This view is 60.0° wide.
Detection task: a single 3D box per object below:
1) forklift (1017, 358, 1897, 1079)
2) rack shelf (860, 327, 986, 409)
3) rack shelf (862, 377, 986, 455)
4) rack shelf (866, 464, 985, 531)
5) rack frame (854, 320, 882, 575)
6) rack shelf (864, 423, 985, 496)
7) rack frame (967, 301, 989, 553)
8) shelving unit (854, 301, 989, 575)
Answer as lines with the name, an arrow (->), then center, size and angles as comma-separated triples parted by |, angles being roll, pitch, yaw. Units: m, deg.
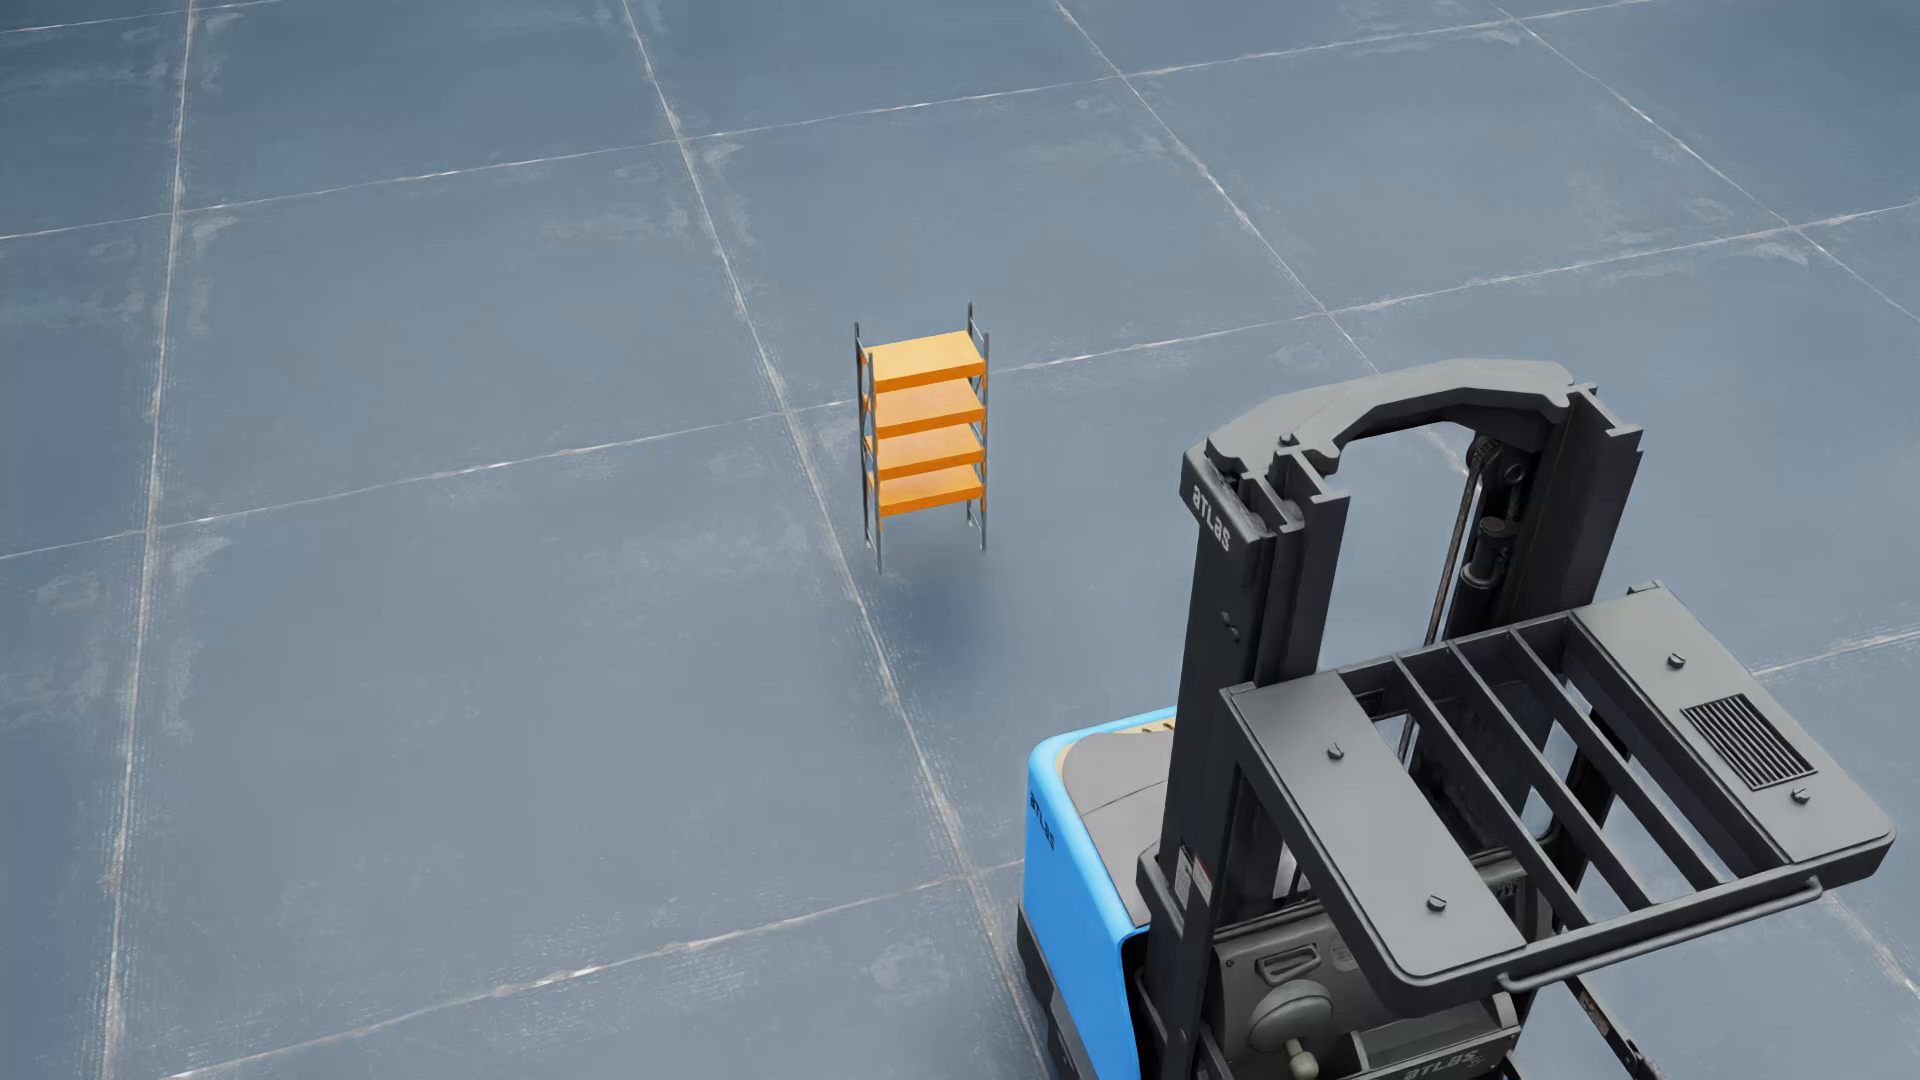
forklift -> 1.149, 1.162, 4.042 | 1.130, 2.935, 3.031 | -12, 43, -14
rack shelf -> -0.158, -0.715, 6.909 | 0.480, 0.148, 0.258 | -12, 42, -13
rack shelf -> -0.158, -0.537, 7.064 | 0.480, 0.148, 0.258 | -12, 42, -13
rack shelf -> -0.158, -0.219, 7.342 | 0.480, 0.148, 0.258 | -12, 42, -13
rack frame -> -0.391, -0.371, 7.112 | 0.015, 1.200, 0.240 | -12, 42, -13
rack shelf -> -0.158, -0.368, 7.212 | 0.480, 0.148, 0.258 | -12, 42, -13
rack frame -> 0.075, -0.467, 7.223 | 0.015, 1.200, 0.240 | -12, 42, -13
shelving unit -> -0.158, -0.419, 7.167 | 0.503, 1.200, 0.258 | -12, 42, -13
